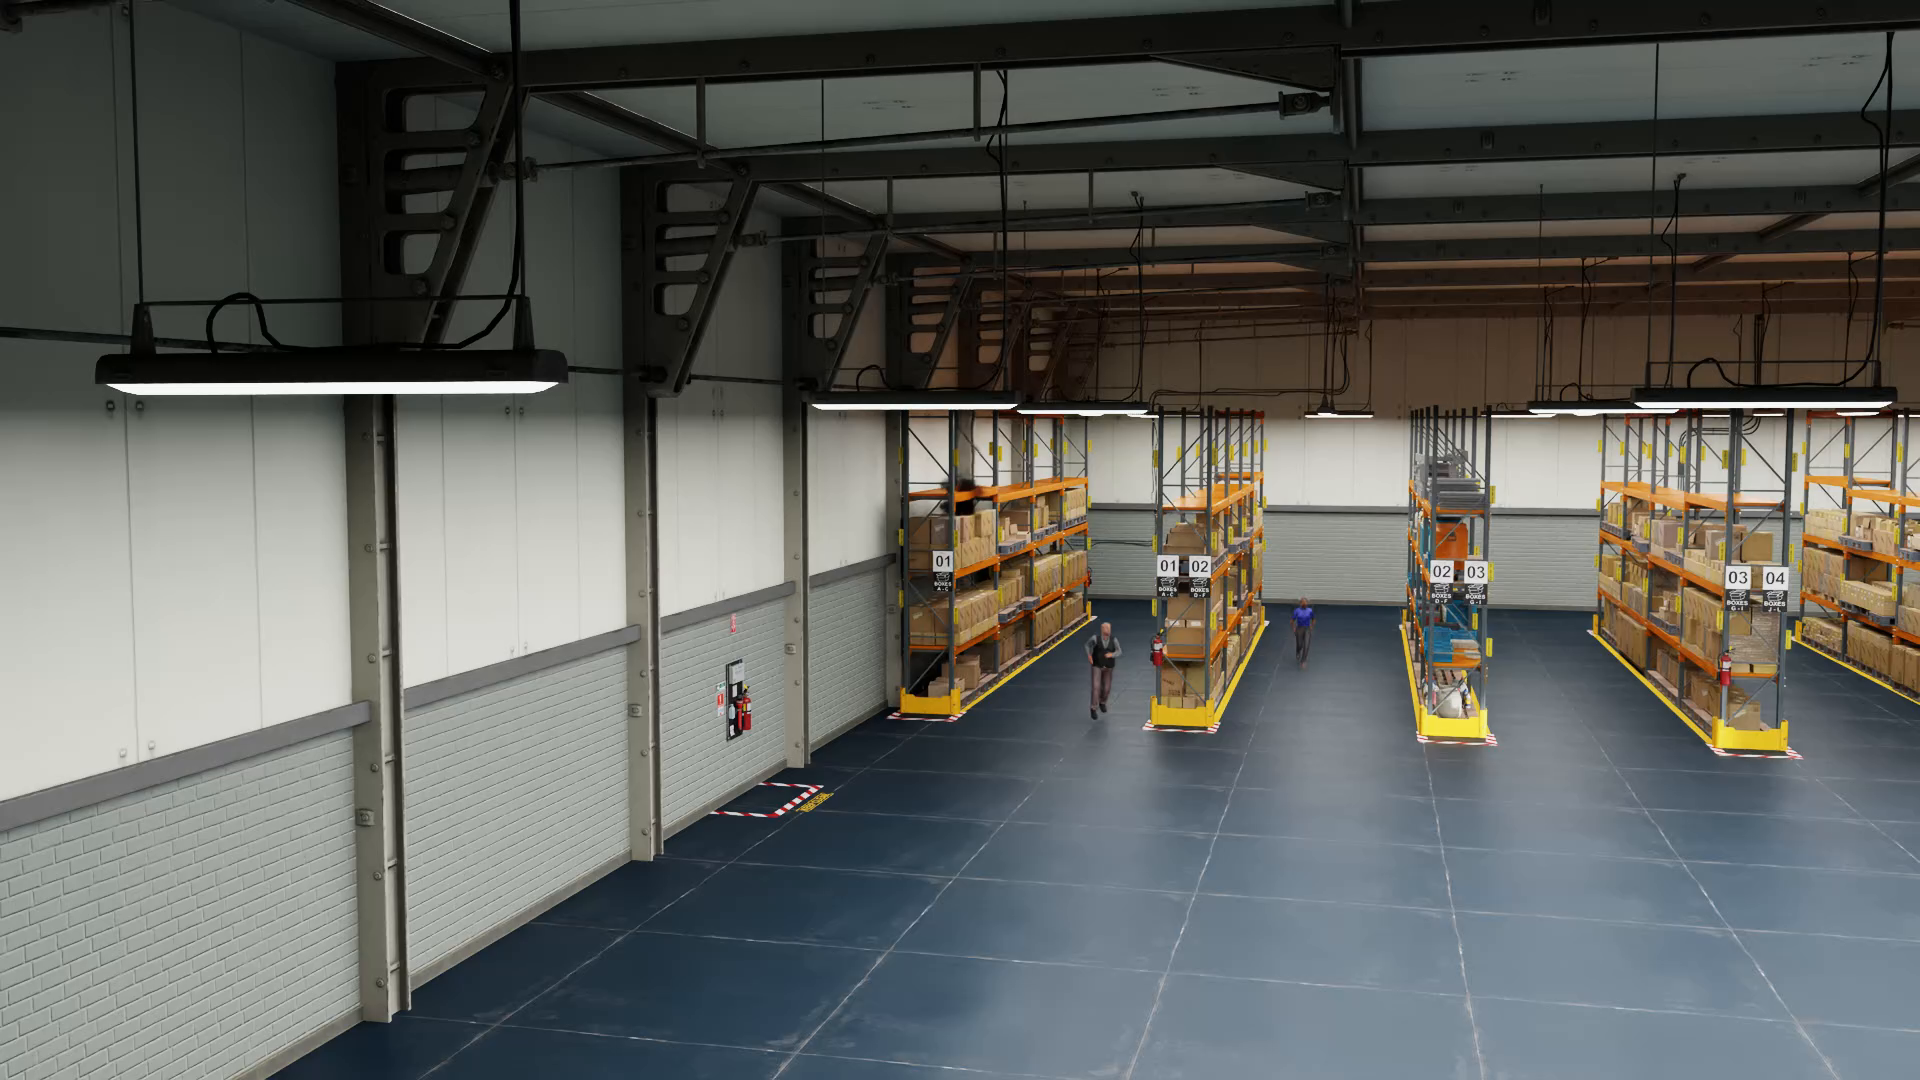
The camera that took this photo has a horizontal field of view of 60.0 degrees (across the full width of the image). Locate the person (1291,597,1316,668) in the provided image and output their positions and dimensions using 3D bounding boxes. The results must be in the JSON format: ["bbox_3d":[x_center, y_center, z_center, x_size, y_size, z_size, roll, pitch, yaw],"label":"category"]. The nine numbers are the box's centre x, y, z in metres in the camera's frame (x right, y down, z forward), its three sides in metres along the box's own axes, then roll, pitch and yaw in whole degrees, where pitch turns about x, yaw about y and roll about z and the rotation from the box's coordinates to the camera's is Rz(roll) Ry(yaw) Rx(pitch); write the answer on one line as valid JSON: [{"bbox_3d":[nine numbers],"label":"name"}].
[{"bbox_3d":[8.026,2.145,38.858,0.582,1.618,0.578,0,4,5],"label":"person"}]

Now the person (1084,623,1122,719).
[{"bbox_3d":[2.681,2.397,30.905,0.672,1.724,0.902,-1,4,-8],"label":"person"}]
